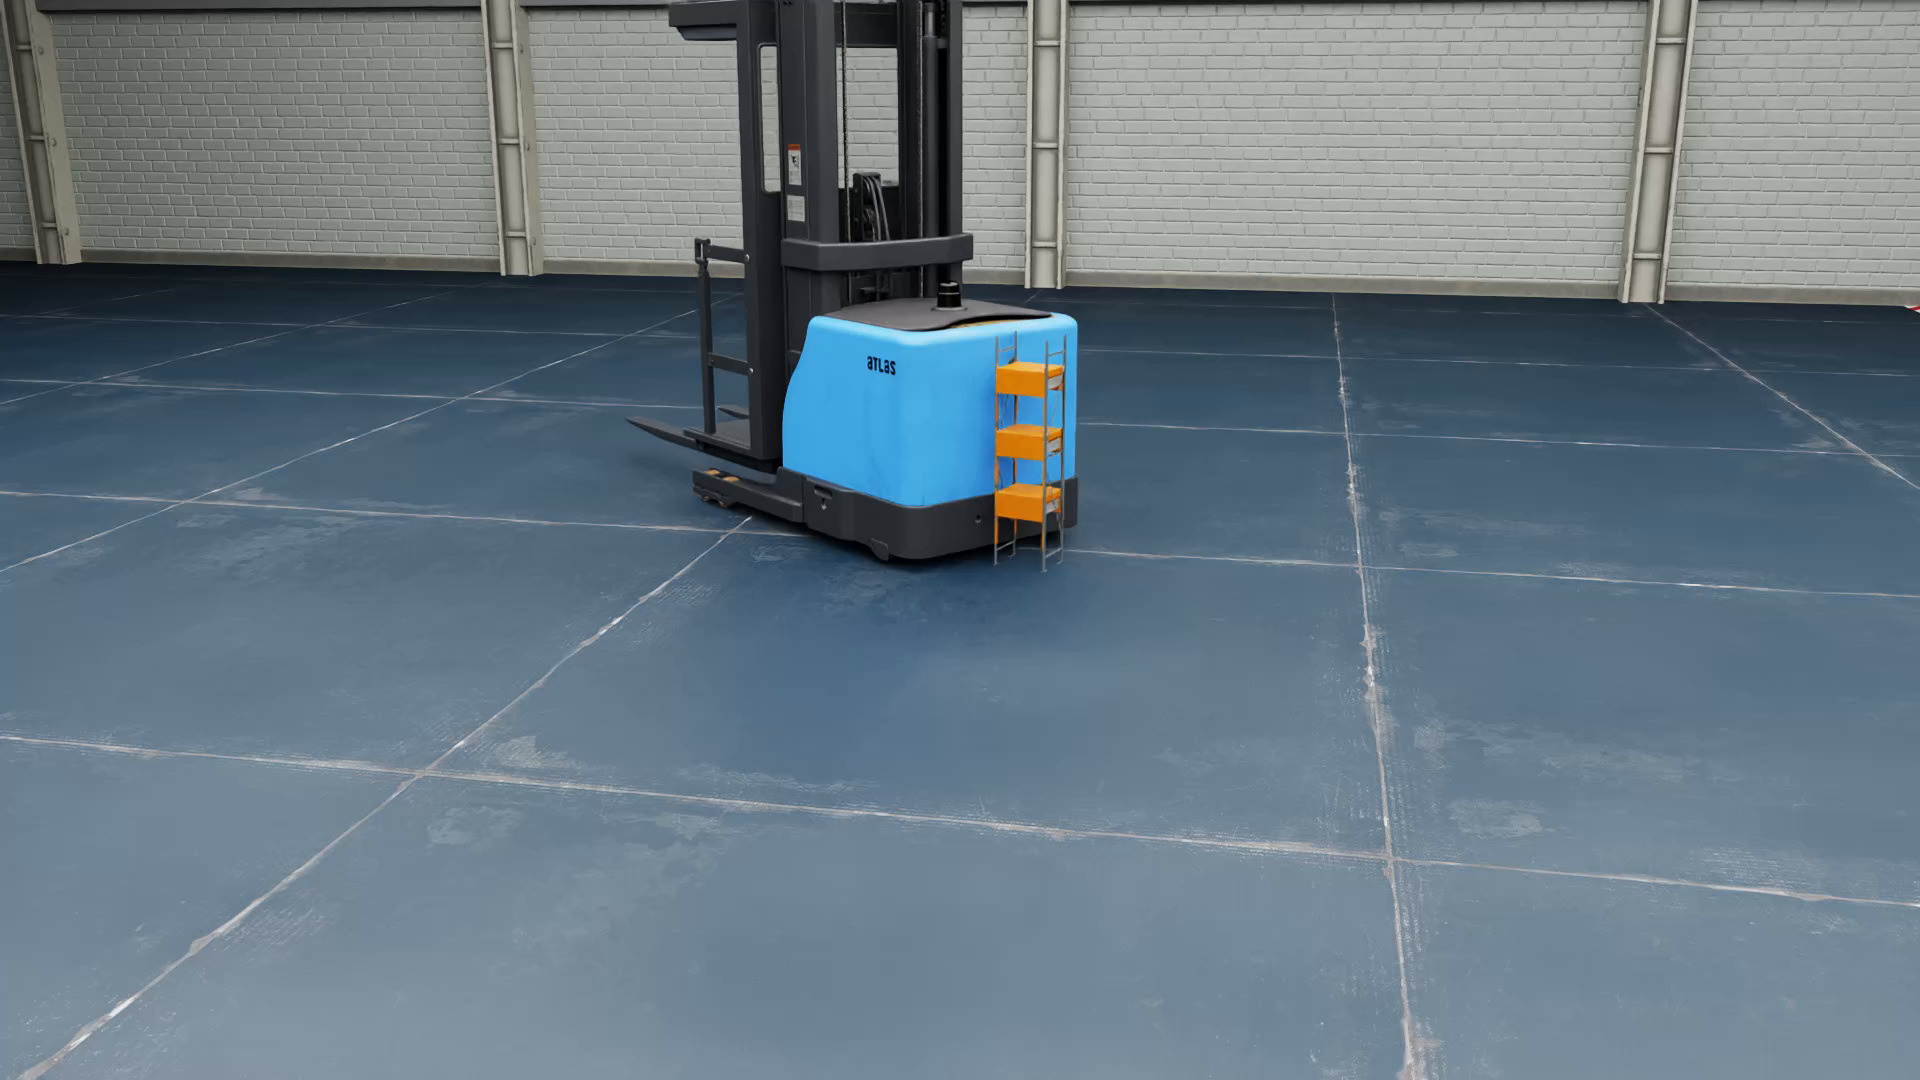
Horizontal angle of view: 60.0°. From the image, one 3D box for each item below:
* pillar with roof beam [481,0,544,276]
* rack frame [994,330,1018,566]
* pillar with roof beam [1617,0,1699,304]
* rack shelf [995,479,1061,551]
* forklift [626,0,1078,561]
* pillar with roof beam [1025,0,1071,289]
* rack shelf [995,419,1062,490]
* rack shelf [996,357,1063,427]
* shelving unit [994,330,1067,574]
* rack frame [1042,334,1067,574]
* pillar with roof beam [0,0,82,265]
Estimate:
[{"bbox_3d":[-5.827,-6.233,13.637,0.400,9.000,9.100,3,16,11],"label":"pillar with roof beam"},{"bbox_3d":[0.206,-0.410,7.506,0.008,1.050,0.200,8,18,28],"label":"rack frame"},{"bbox_3d":[5.932,-5.595,11.332,0.400,9.000,9.100,3,16,11],"label":"pillar with roof beam"},{"bbox_3d":[0.313,-0.116,7.525,0.240,0.259,0.215,8,18,28],"label":"rack shelf"},{"bbox_3d":[-0.747,-1.648,8.451,1.130,2.935,3.031,-12,20,-37],"label":"forklift"},{"bbox_3d":[0.052,-5.914,12.484,0.400,9.000,9.100,3,16,11],"label":"pillar with roof beam"},{"bbox_3d":[0.313,-0.384,7.451,0.240,0.259,0.215,8,18,28],"label":"rack shelf"},{"bbox_3d":[0.313,-0.657,7.376,0.240,0.259,0.215,8,18,28],"label":"rack shelf"},{"bbox_3d":[0.313,-0.394,7.448,0.252,1.050,0.215,8,18,28],"label":"shelving unit"},{"bbox_3d":[0.420,-0.378,7.391,0.008,1.050,0.200,8,18,28],"label":"rack frame"},{"bbox_3d":[-11.707,-6.552,14.789,0.400,9.000,9.100,3,16,11],"label":"pillar with roof beam"}]
